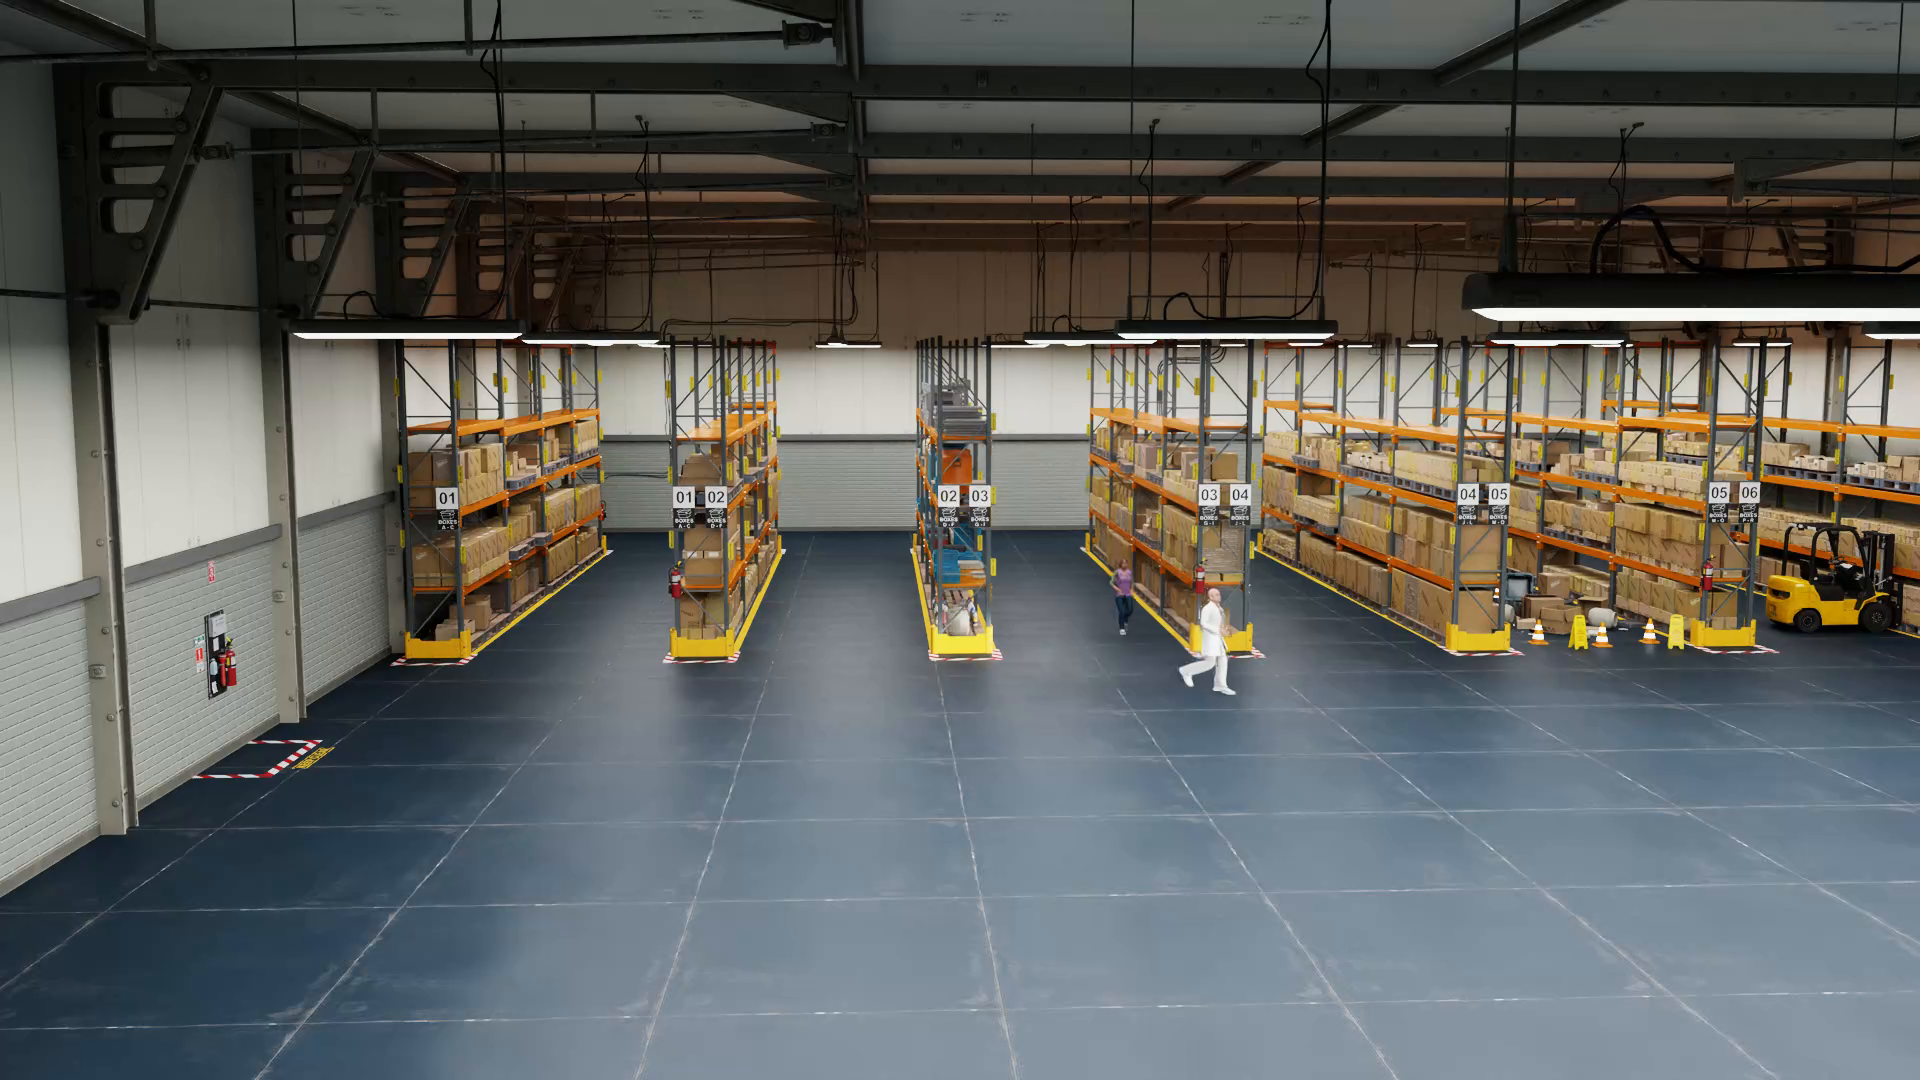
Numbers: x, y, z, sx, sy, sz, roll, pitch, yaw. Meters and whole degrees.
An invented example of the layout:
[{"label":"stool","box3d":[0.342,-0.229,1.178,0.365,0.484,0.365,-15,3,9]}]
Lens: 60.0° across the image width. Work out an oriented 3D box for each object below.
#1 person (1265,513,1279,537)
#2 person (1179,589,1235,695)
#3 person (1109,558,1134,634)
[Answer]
[{"label":"person","box3d":[9.255,-0.704,49.095,0.765,1.729,0.703,-1,7,-8]},{"label":"person","box3d":[4.190,1.689,27.945,0.934,1.778,0.718,4,7,28]},{"label":"person","box3d":[3.294,1.135,33.585,0.553,1.562,0.533,-1,7,-13]}]
